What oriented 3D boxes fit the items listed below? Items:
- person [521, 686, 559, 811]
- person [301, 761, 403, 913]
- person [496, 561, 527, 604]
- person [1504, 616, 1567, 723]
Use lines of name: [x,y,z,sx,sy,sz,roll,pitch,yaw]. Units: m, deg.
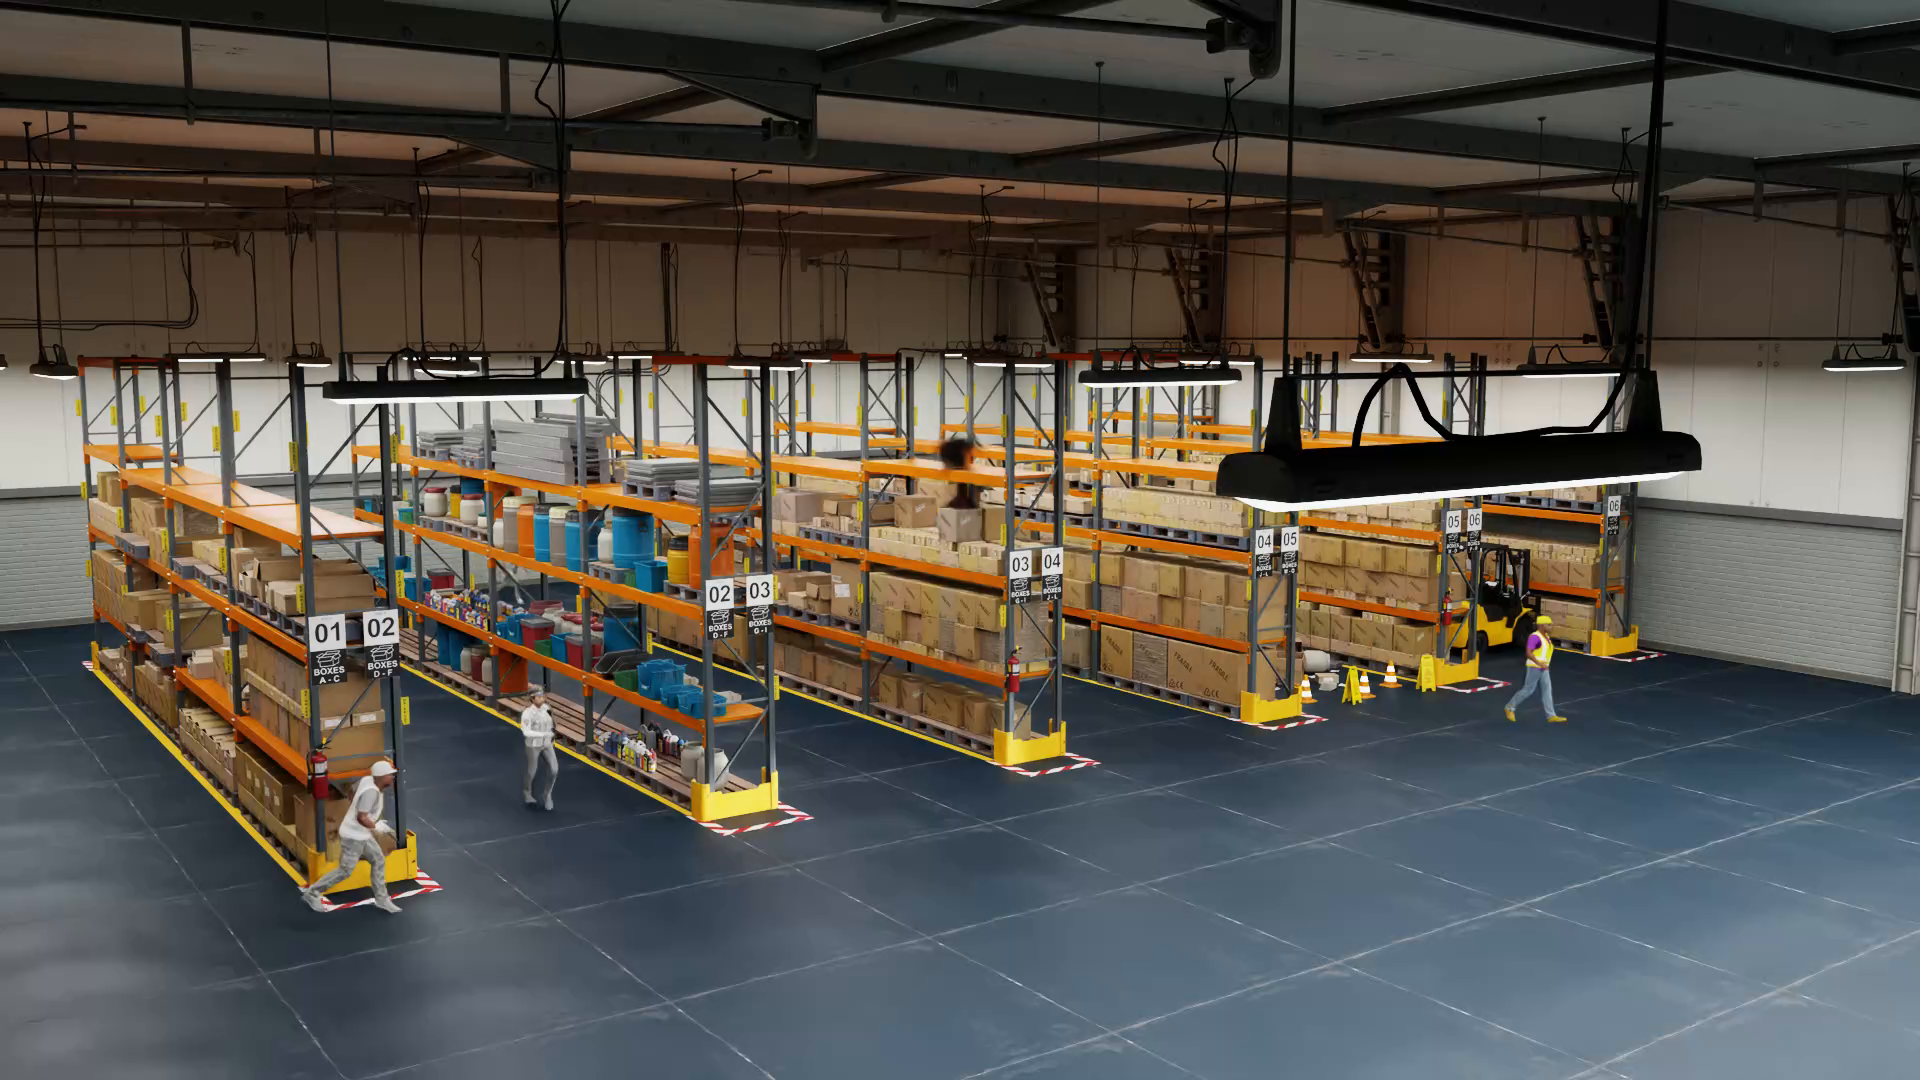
person: [-5.655,2.795,22.348,0.549,1.718,0.789,-6,9,-42]
person: [-6.693,3.300,18.241,1.044,1.732,0.719,-3,7,-20]
person: [-10.795,0.795,39.728,0.963,1.433,0.556,2,7,16]
person: [9.541,2.116,27.347,0.992,1.744,0.741,6,9,39]
